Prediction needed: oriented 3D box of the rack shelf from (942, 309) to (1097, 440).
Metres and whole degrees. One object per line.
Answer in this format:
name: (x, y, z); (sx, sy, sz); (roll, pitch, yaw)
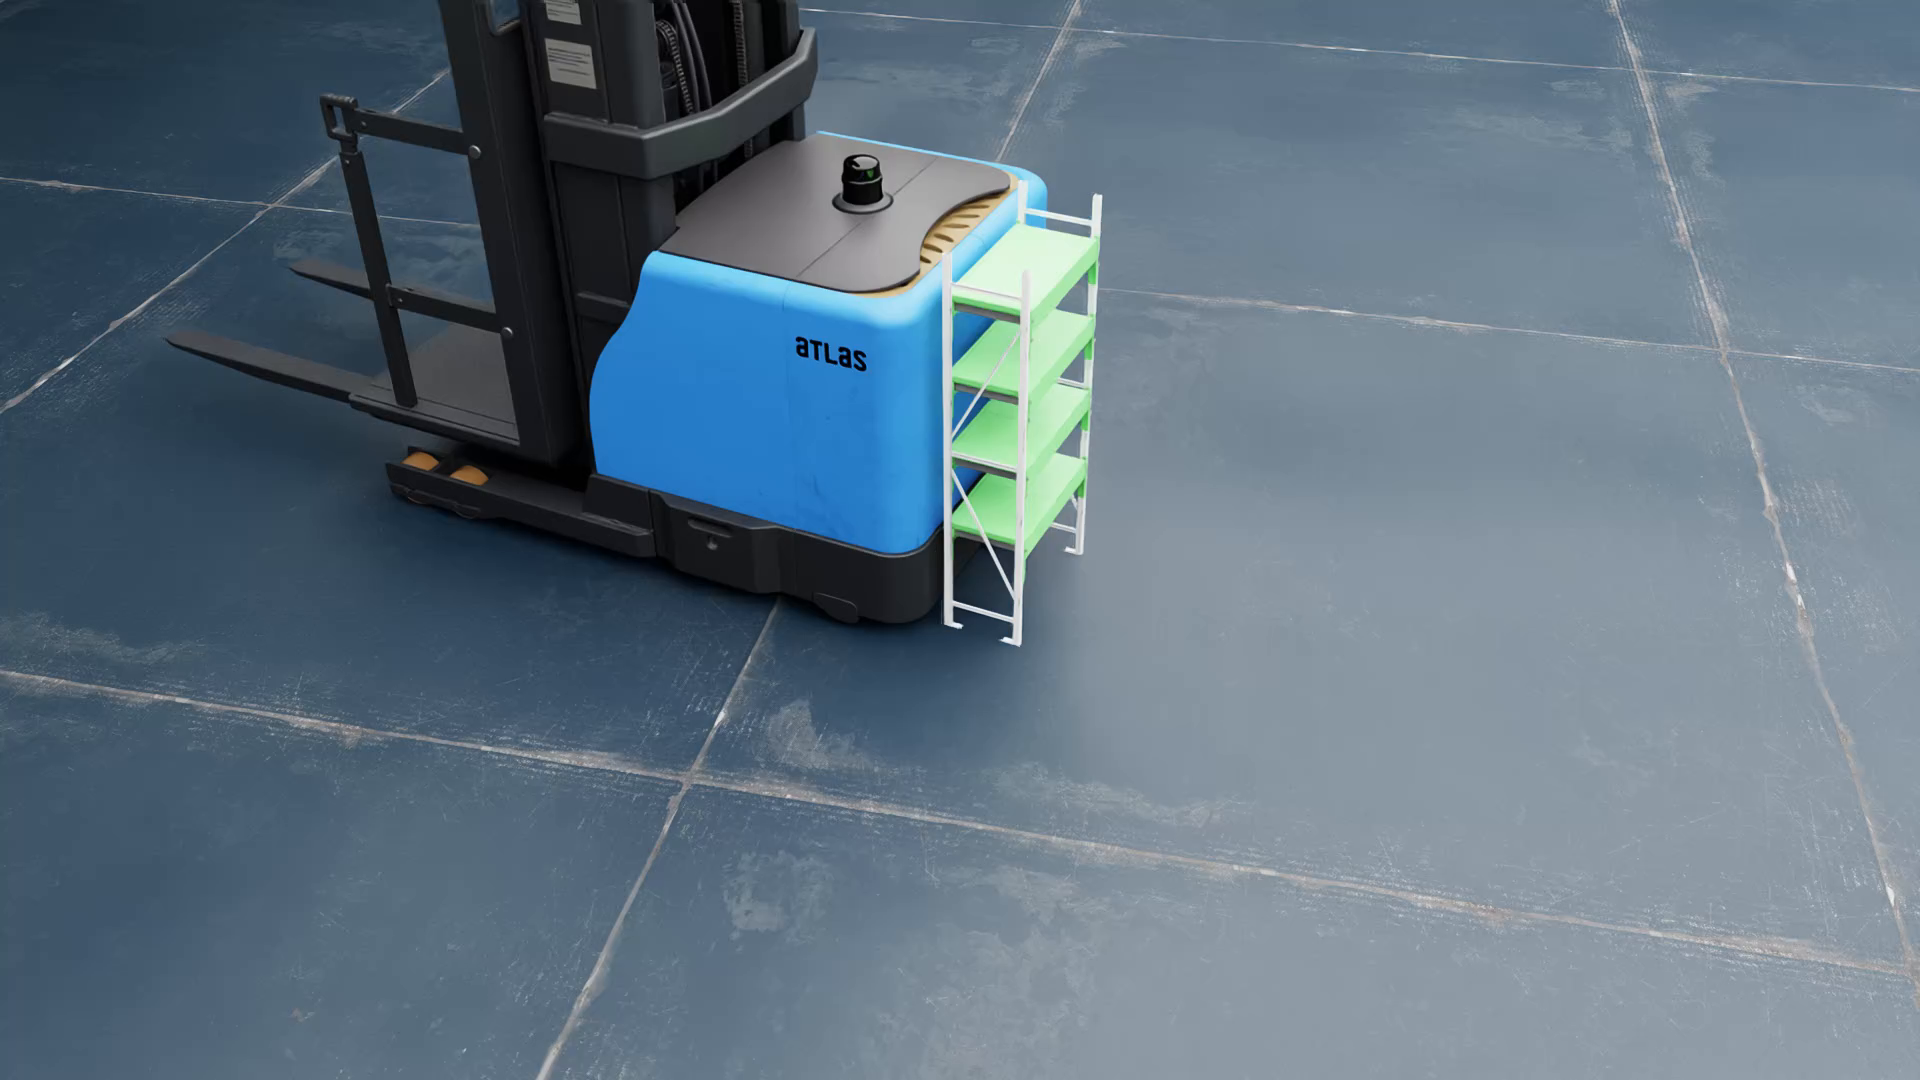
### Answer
rack shelf: (0.169, -0.483, 4.594); (0.258, 0.148, 0.480); (15, 39, 20)

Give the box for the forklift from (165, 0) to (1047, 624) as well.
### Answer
forklift: (-1.286, -1.520, 4.849); (3.031, 2.935, 1.130); (15, 39, 20)

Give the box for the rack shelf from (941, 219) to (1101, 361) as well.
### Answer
rack shelf: (0.169, -0.677, 4.453); (0.258, 0.148, 0.480); (15, 39, 20)

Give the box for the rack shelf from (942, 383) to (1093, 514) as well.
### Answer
rack shelf: (0.169, -0.289, 4.735); (0.258, 0.148, 0.480); (15, 39, 20)

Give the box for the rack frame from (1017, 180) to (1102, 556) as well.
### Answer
rack frame: (0.271, -0.470, 4.876); (0.240, 1.200, 0.015); (15, 39, 20)

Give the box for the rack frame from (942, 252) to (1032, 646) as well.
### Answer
rack frame: (0.066, -0.210, 4.518); (0.240, 1.200, 0.015); (15, 39, 20)

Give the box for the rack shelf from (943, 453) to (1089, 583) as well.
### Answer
rack shelf: (0.169, -0.094, 4.875); (0.258, 0.148, 0.480); (15, 39, 20)

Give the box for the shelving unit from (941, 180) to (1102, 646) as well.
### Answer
shelving unit: (0.169, -0.340, 4.697); (0.258, 1.200, 0.503); (15, 39, 20)
